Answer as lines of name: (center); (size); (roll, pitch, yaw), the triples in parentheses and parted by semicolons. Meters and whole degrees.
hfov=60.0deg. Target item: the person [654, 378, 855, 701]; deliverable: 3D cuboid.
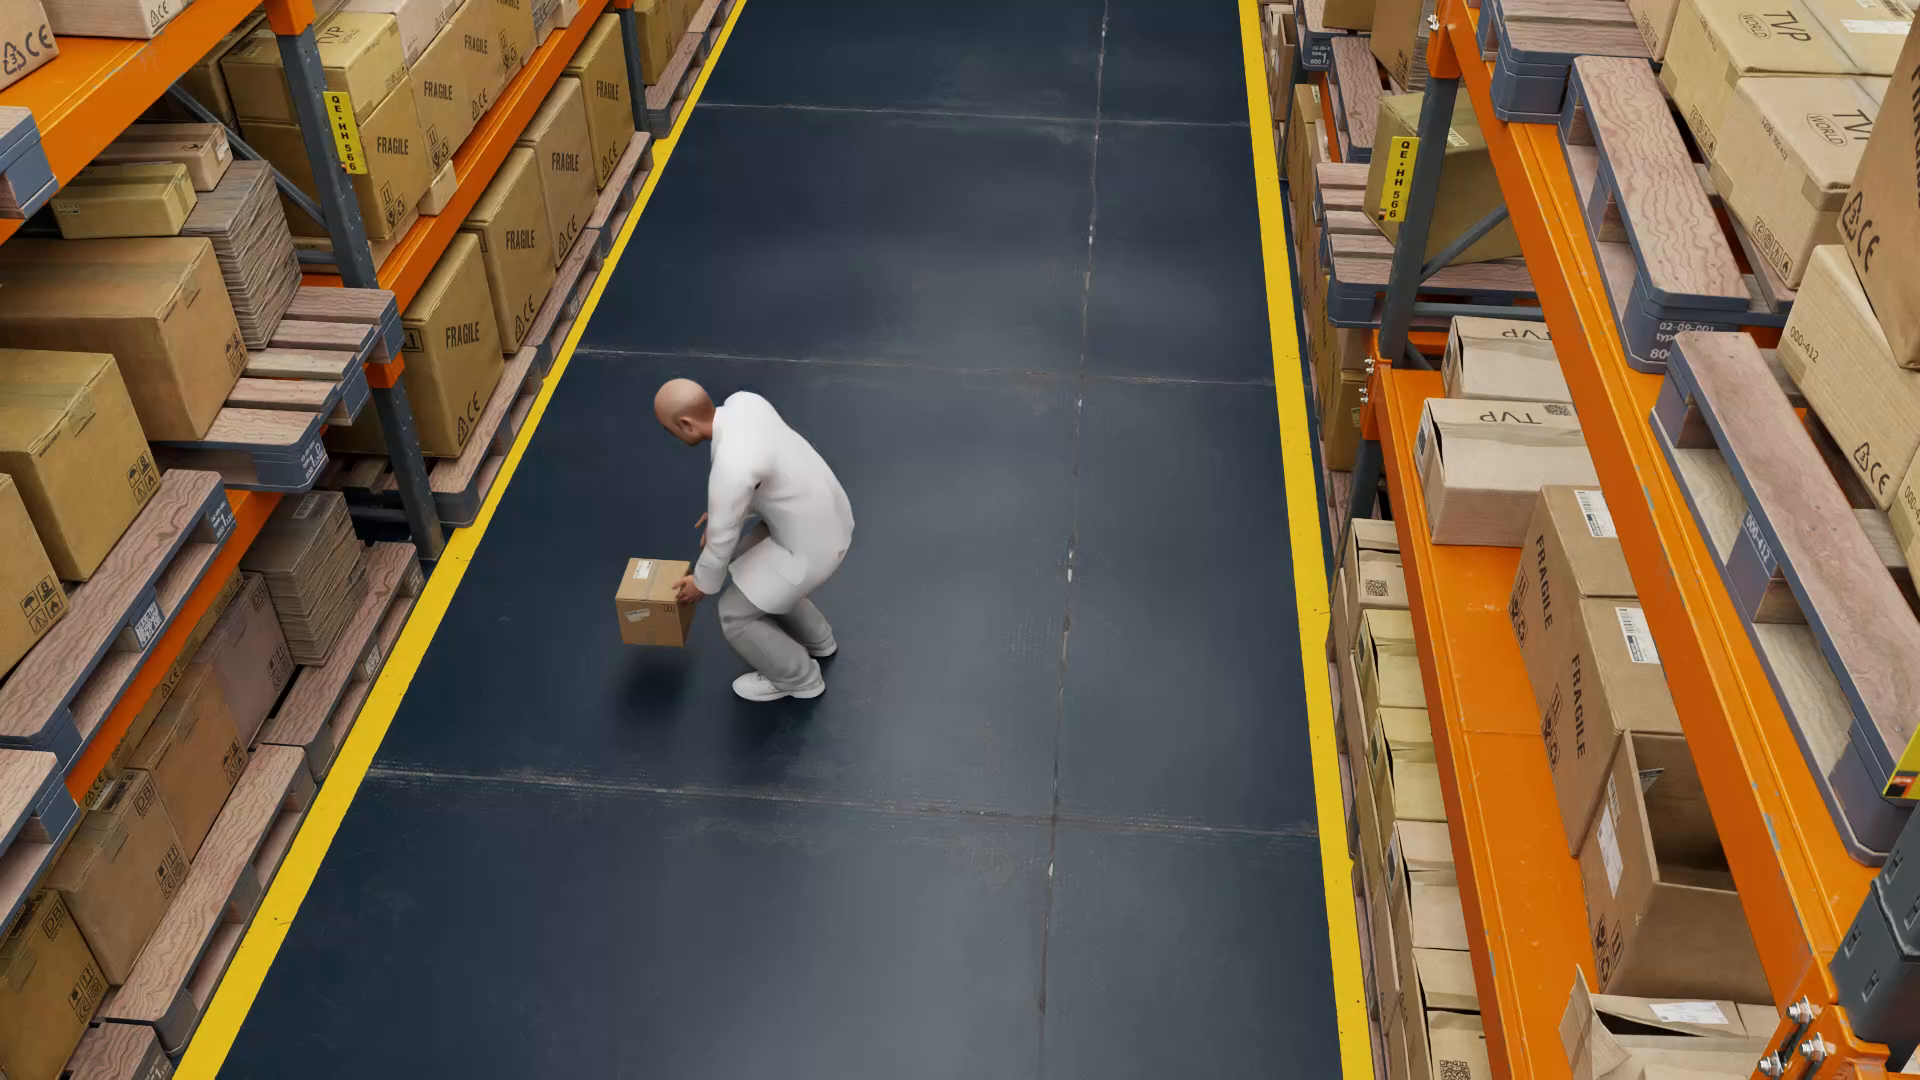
person: (-0.763, -0.001, 6.427); (0.700, 1.454, 0.631); (3, 40, 4)
